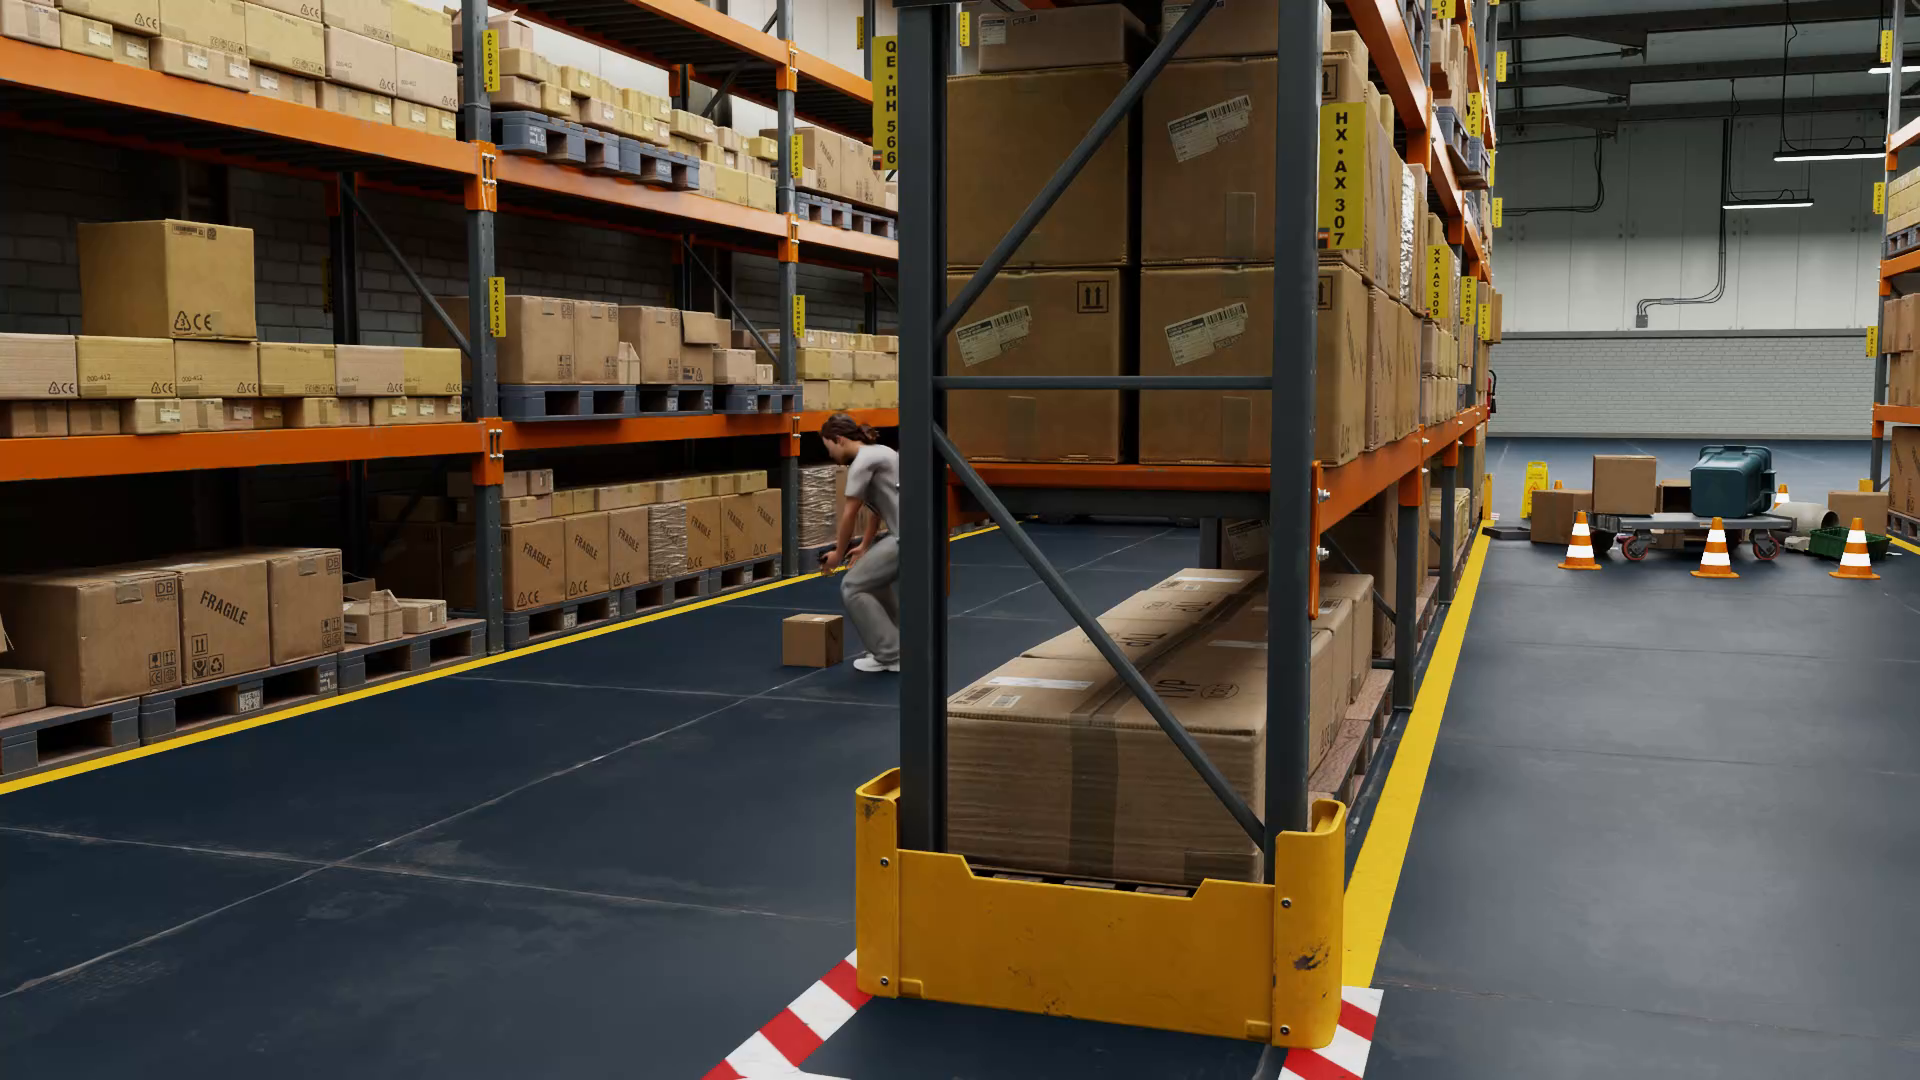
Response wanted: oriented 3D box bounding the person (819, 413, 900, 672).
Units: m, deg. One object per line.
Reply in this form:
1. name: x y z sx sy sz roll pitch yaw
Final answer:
1. person: -0.432 0.011 8.824 0.652 1.362 0.491 2 6 19
